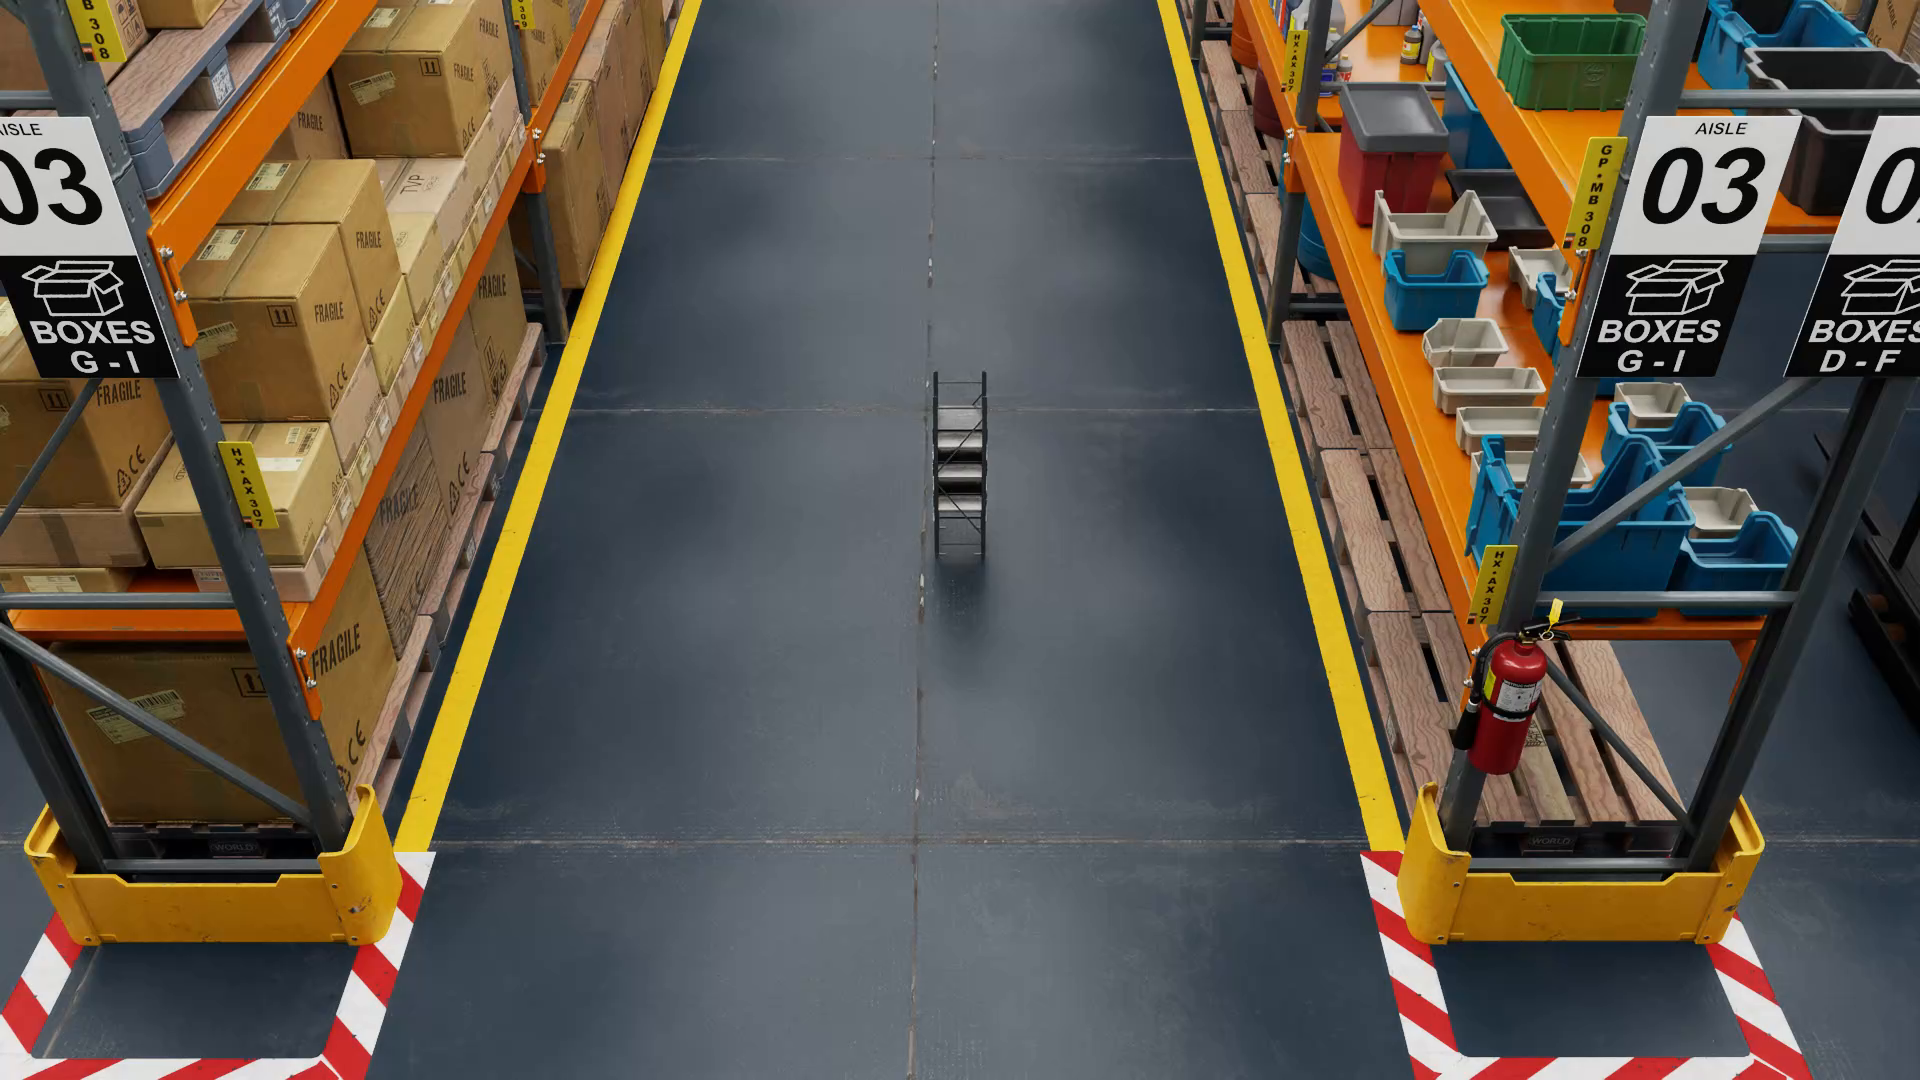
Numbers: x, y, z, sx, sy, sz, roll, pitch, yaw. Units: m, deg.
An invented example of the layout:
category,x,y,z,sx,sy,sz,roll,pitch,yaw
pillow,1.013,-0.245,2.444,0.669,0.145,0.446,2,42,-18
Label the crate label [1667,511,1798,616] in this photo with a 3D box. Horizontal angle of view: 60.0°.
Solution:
category,x,y,z,sx,sy,sz,roll,pitch,yaw
crate label,2.569,0.086,5.576,0.416,0.233,0.303,0,39,0

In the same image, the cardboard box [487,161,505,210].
category,x,y,z,sx,sy,sz,roll,pitch,yaw
cardboard box,-2.389,-1.690,7.906,0.380,0.149,0.250,-1,39,-1

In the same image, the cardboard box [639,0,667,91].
category,x,y,z,sx,sy,sz,roll,pitch,yaw
cardboard box,-2.742,-3.704,11.582,1.225,0.875,0.875,-2,39,-2

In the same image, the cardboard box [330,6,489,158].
category,x,y,z,sx,sy,sz,roll,pitch,yaw
cardboard box,-2.453,-2.049,7.436,0.500,0.500,0.500,0,39,0

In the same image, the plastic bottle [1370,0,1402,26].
category,x,y,z,sx,sy,sz,roll,pitch,yaw
plastic bottle,2.463,-3.123,9.594,0.152,0.276,0.135,0,39,0

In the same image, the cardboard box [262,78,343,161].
category,x,y,z,sx,sy,sz,roll,pitch,yaw
cardboard box,-2.974,-1.717,7.021,0.500,0.500,0.500,-1,39,-1

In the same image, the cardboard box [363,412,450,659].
category,x,y,z,sx,sy,sz,roll,pitch,yaw
cardboard box,-2.794,-0.102,7.088,0.875,0.875,0.875,0,39,0

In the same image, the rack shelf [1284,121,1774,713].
category,x,y,z,sx,sy,sz,roll,pitch,yaw
rack shelf,2.238,-0.772,7.135,1.077,0.370,4.000,0,39,0

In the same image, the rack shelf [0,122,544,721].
category,x,y,z,sx,sy,sz,roll,pitch,yaw
rack shelf,-2.715,-0.768,7.131,1.077,0.370,4.000,0,39,0

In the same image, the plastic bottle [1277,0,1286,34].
category,x,y,z,sx,sy,sz,roll,pitch,yaw
plastic bottle,1.911,-3.045,9.495,0.152,0.276,0.135,0,39,0

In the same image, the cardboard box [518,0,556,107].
category,x,y,z,sx,sy,sz,roll,pitch,yaw
cardboard box,-2.468,-2.626,8.794,0.500,0.500,0.500,0,39,0

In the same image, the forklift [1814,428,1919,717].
category,x,y,z,sx,sy,sz,roll,pitch,yaw
forklift,4.582,-0.580,6.375,1.130,2.935,3.031,1,39,1

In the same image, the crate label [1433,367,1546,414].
category,x,y,z,sx,sy,sz,roll,pitch,yaw
crate label,2.048,-0.587,6.493,0.396,0.136,0.243,0,39,0

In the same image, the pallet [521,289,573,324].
category,x,y,z,sx,sy,sz,roll,pitch,yaw
pallet,-2.793,-1.694,9.940,1.003,0.211,1.213,0,39,0

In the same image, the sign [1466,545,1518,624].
category,x,y,z,sx,sy,sz,roll,pitch,yaw
sign,1.690,0.145,5.285,0.100,0.325,0.005,0,39,0

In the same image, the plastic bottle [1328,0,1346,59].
category,x,y,z,sx,sy,sz,roll,pitch,yaw
plastic bottle,2.052,-2.859,9.203,0.144,0.351,0.185,0,39,0

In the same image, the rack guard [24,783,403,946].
category,x,y,z,sx,sy,sz,roll,pitch,yaw
rack guard,-2.713,1.192,6.108,1.175,0.500,0.348,0,39,0

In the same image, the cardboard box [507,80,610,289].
category,x,y,z,sx,sy,sz,roll,pitch,yaw
cardboard box,-2.738,-2.034,9.499,1.225,0.875,0.875,0,39,0

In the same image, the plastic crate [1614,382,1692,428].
category,x,y,z,sx,sy,sz,roll,pitch,yaw
plastic crate,2.651,-0.502,6.386,0.250,0.136,0.298,0,39,0

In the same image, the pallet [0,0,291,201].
category,x,y,z,sx,sy,sz,roll,pitch,yaw
pallet,-2.724,-1.398,5.014,1.003,0.211,1.213,0,39,0

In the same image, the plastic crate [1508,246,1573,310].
category,x,y,z,sx,sy,sz,roll,pitch,yaw
plastic crate,2.538,-1.135,7.176,0.293,0.136,0.466,0,39,0

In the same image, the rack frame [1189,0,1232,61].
category,x,y,z,sx,sy,sz,roll,pitch,yaw
rack frame,2.231,-4.804,11.592,1.000,3.000,0.127,0,39,0

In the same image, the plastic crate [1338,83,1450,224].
category,x,y,z,sx,sy,sz,roll,pitch,yaw
plastic crate,1.986,-1.793,7.735,0.402,0.464,0.583,0,39,0

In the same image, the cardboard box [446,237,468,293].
category,x,y,z,sx,sy,sz,roll,pitch,yaw
cardboard box,-2.387,-1.207,7.304,0.380,0.149,0.250,-1,39,-1

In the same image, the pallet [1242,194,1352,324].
category,x,y,z,sx,sy,sz,roll,pitch,yaw
pallet,2.277,-1.697,9.945,1.003,0.211,1.213,0,39,0

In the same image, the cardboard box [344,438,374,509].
category,x,y,z,sx,sy,sz,roll,pitch,yaw
cardboard box,-2.385,-0.243,6.101,0.380,0.149,0.250,-1,39,-1

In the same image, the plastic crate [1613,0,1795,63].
category,x,y,z,sx,sy,sz,roll,pitch,yaw
plastic crate,2.513,-1.904,5.623,0.504,0.338,0.767,0,39,0

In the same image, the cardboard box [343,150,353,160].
category,x,y,z,sx,sy,sz,roll,pitch,yaw
cardboard box,-2.983,-1.752,7.665,0.500,0.250,0.500,0,39,0

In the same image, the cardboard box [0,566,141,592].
category,x,y,z,sx,sy,sz,roll,pitch,yaw
cardboard box,-3.042,0.077,5.701,0.380,0.149,0.250,1,39,1

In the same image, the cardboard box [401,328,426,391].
category,x,y,z,sx,sy,sz,roll,pitch,yaw
cardboard box,-2.387,-0.726,6.704,0.380,0.149,0.250,0,39,-1

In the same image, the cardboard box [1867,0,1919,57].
category,x,y,z,sx,sy,sz,roll,pitch,yaw
cardboard box,6.899,-3.717,11.882,0.500,0.500,0.500,2,39,2

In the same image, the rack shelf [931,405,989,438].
category,x,y,z,sx,sy,sz,roll,pitch,yaw
rack shelf,0.000,-0.531,7.560,0.258,0.077,0.200,0,39,0

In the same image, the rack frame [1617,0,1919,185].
category,x,y,z,sx,sy,sz,roll,pitch,yaw
rack frame,2.240,-2.143,3.473,1.000,3.000,0.127,0,39,0

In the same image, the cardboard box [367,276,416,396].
category,x,y,z,sx,sy,sz,roll,pitch,yaw
cardboard box,-2.447,-0.795,6.471,0.500,0.250,0.500,-1,39,-2

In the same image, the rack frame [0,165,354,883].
category,x,y,z,sx,sy,sz,roll,pitch,yaw
rack frame,-2.713,0.202,5.345,1.000,3.000,0.127,0,39,0

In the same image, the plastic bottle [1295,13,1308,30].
category,x,y,z,sx,sy,sz,roll,pitch,yaw
plastic bottle,1.912,-2.729,9.102,0.152,0.276,0.135,0,39,0

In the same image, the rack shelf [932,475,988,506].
category,x,y,z,sx,sy,sz,roll,pitch,yaw
rack shelf,0.000,-0.250,7.785,0.258,0.077,0.200,0,39,0

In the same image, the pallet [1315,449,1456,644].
category,x,y,z,sx,sy,sz,roll,pitch,yaw
pallet,2.280,0.010,7.815,1.003,0.211,1.213,0,39,0

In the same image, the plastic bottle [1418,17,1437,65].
category,x,y,z,sx,sy,sz,roll,pitch,yaw
plastic bottle,2.616,-2.773,9.157,0.152,0.276,0.135,0,39,0

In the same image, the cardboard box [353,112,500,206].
category,x,y,z,sx,sy,sz,roll,pitch,yaw
cardboard box,-2.451,-1.758,7.672,0.500,0.250,0.500,1,39,1

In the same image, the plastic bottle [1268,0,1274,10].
category,x,y,z,sx,sy,sz,roll,pitch,yaw
plastic bottle,1.911,-3.274,9.781,0.152,0.276,0.135,0,39,0

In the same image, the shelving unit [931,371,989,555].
category,x,y,z,sx,sy,sz,roll,pitch,yaw
shelving unit,0.000,-0.346,7.708,0.258,0.900,0.210,0,39,0

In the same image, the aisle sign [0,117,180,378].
category,x,y,z,sx,sy,sz,roll,pitch,yaw
aisle sign,-2.413,-0.768,4.476,0.394,0.787,0.004,0,39,0

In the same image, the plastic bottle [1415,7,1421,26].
category,x,y,z,sx,sy,sz,roll,pitch,yaw
plastic bottle,2.661,-3.043,9.487,0.061,0.283,0.133,0,39,0

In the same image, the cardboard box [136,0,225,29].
category,x,y,z,sx,sy,sz,roll,pitch,yaw
cardboard box,-2.647,-1.888,5.058,0.700,0.500,0.500,-1,39,-2

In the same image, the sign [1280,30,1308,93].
category,x,y,z,sx,sy,sz,roll,pitch,yaw
sign,1.686,-2.412,8.385,0.100,0.325,0.005,0,39,0

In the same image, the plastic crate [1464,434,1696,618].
category,x,y,z,sx,sy,sz,roll,pitch,yaw
plastic crate,2.053,-0.048,5.581,0.616,0.435,0.499,0,39,0

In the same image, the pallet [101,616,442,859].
category,x,y,z,sx,sy,sz,roll,pitch,yaw
pallet,-2.792,0.790,6.841,1.003,0.211,1.213,0,39,0

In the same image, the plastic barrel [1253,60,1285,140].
category,x,y,z,sx,sy,sz,roll,pitch,yaw
plastic barrel,2.250,-3.015,10.952,0.600,0.588,0.708,0,39,0
